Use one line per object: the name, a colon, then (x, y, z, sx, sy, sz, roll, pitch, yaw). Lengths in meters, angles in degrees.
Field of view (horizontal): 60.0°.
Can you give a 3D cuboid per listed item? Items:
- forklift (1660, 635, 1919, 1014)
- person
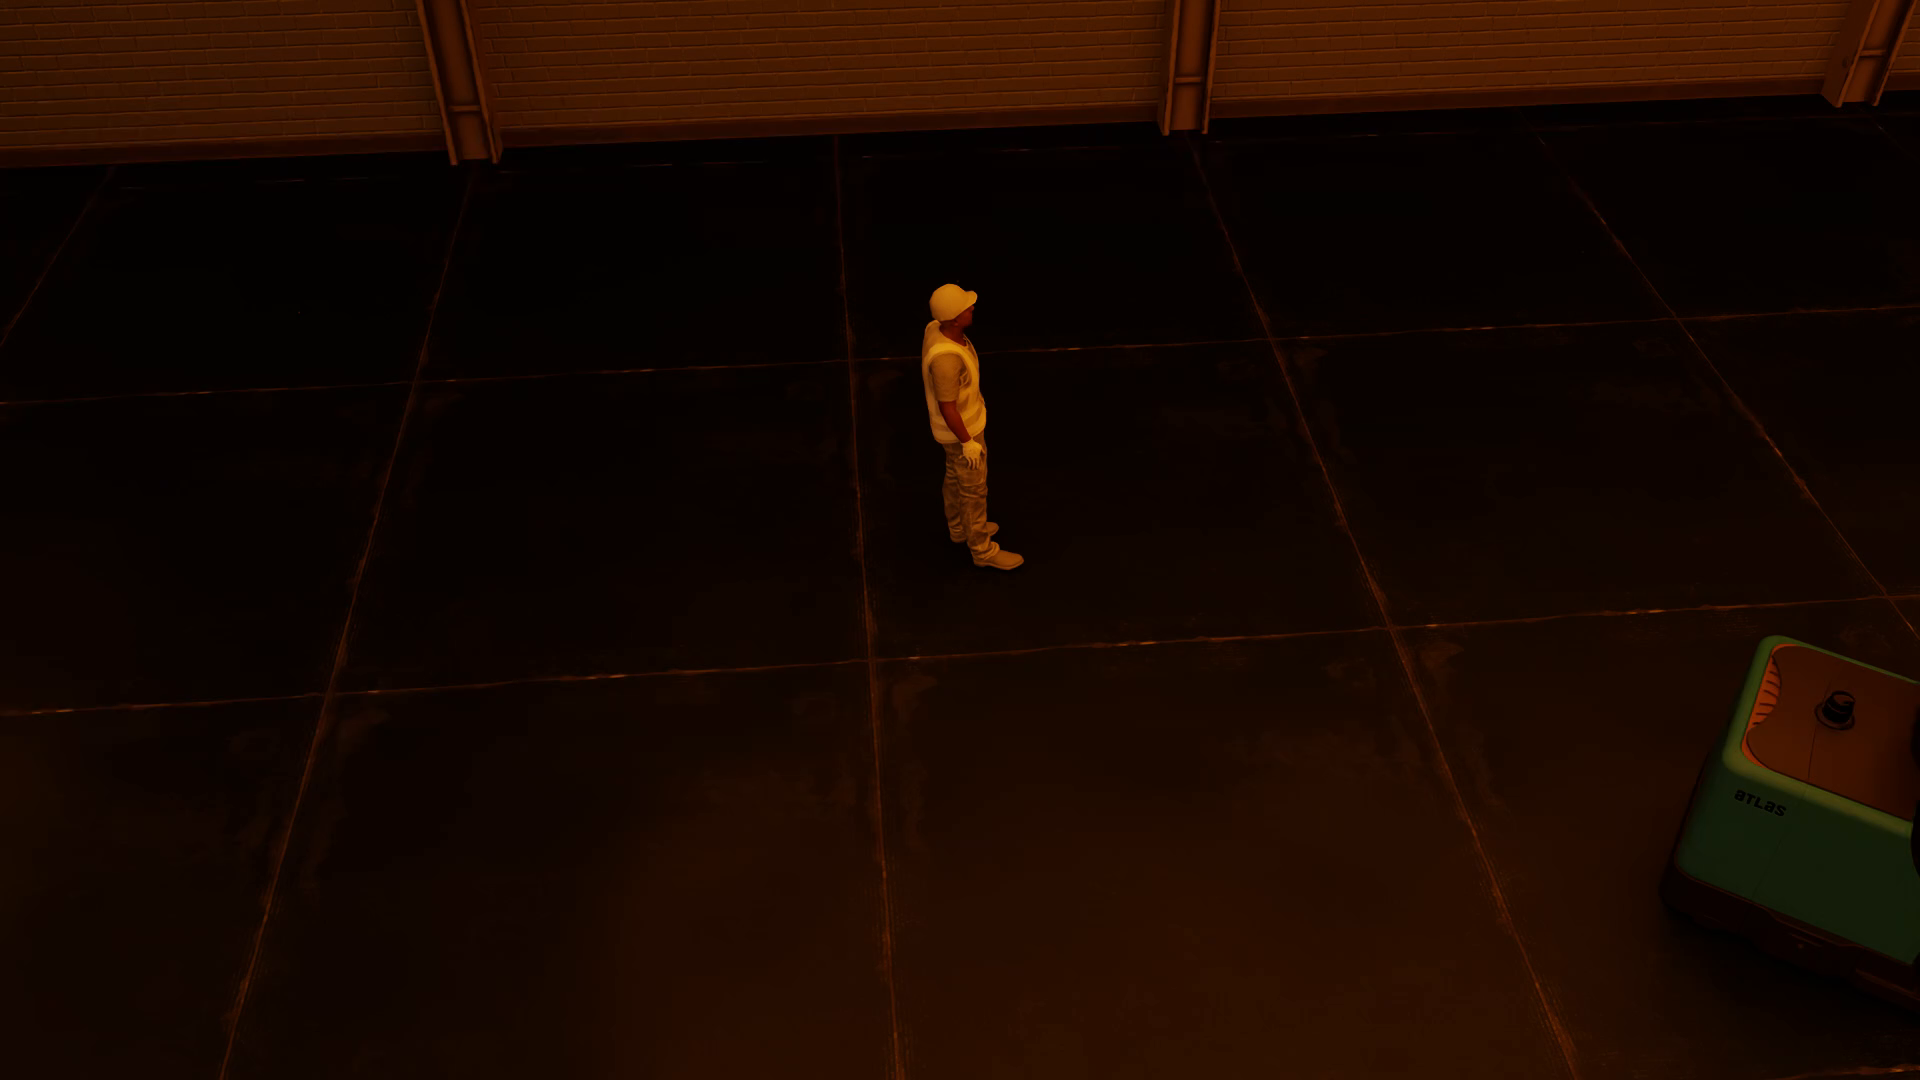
forklift: (4.931, 0.900, 6.885, 3.031, 2.935, 1.130, 21, 45, 23)
person: (0.072, -0.681, 9.606, 0.577, 1.782, 0.656, -3, 41, -4)
